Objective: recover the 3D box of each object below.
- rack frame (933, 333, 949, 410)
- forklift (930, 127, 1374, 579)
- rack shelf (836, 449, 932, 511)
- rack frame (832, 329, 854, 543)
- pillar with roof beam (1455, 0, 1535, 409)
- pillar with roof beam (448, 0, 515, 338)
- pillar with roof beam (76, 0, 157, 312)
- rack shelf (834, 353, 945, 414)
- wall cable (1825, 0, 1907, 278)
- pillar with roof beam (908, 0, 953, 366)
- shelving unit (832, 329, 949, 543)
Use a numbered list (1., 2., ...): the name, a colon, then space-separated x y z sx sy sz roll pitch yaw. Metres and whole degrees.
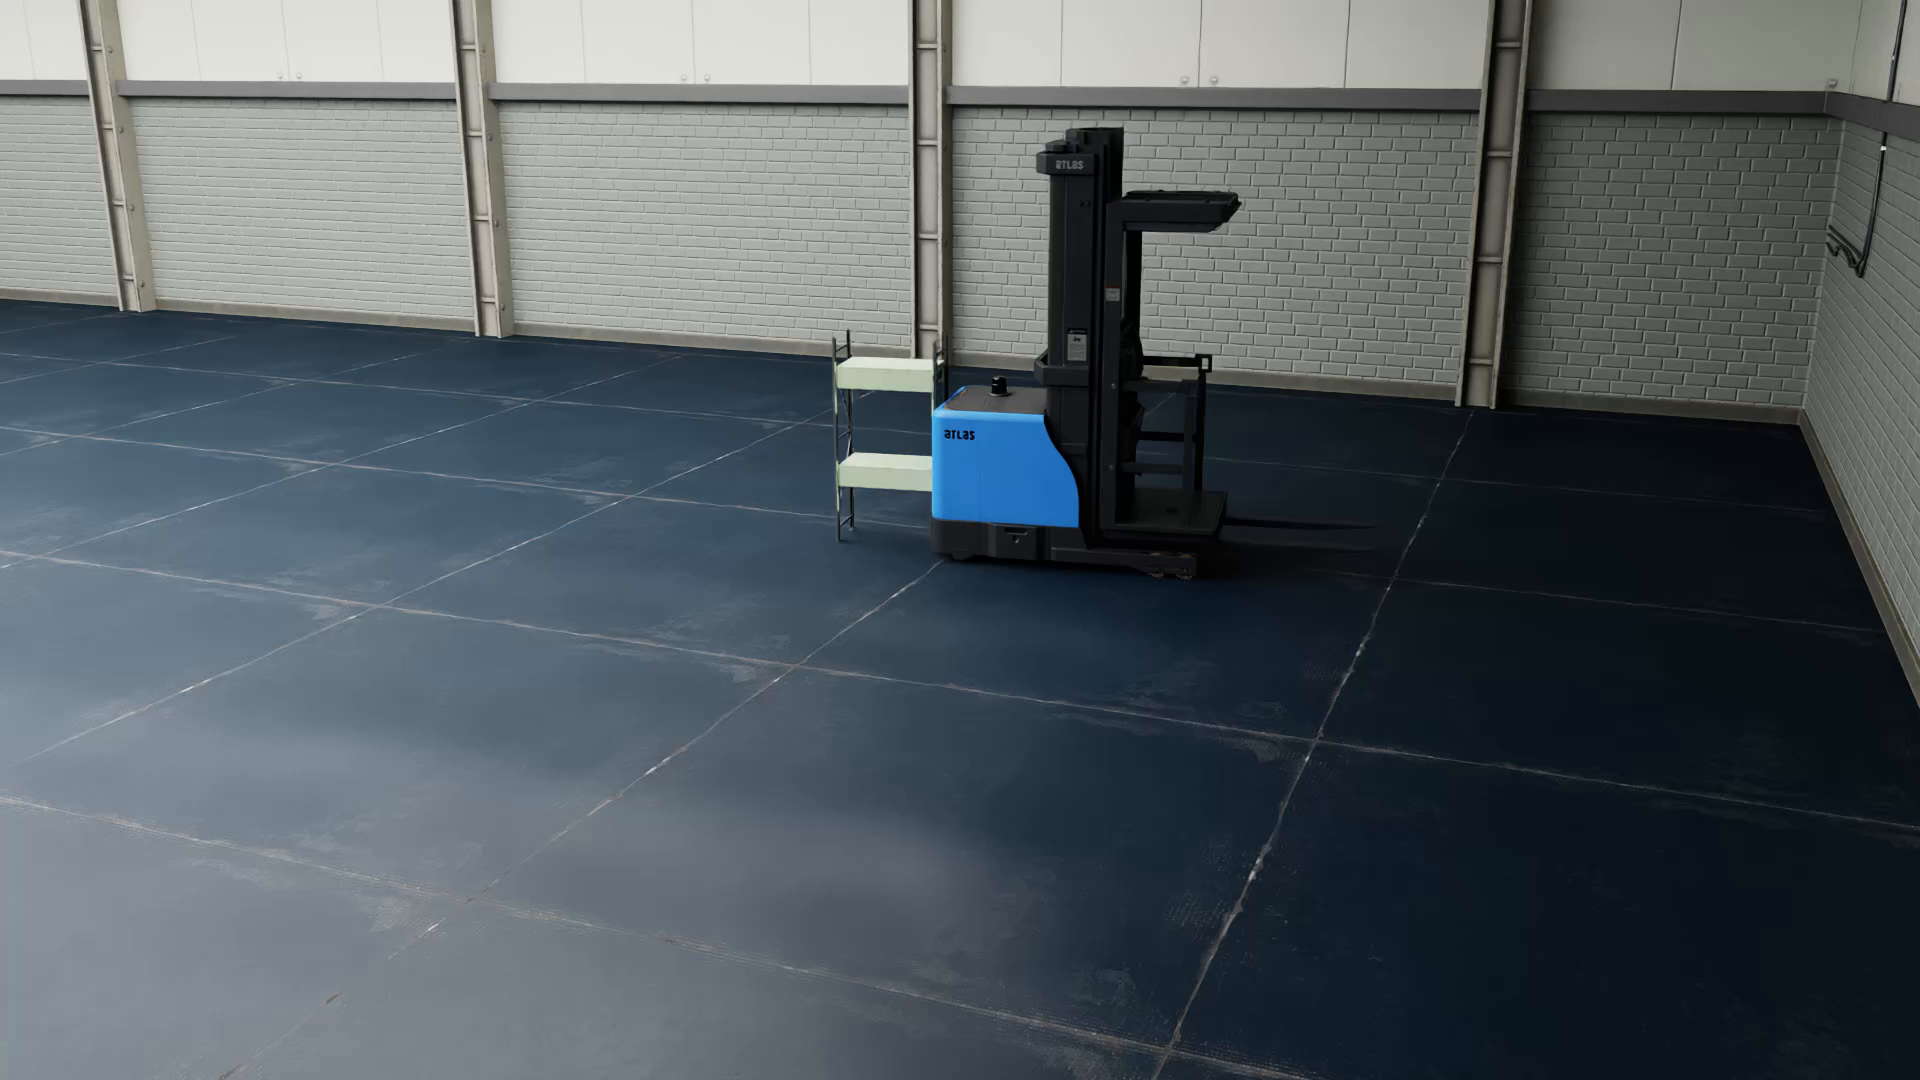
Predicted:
1. rack frame: -0.134 -0.711 11.932 0.023 1.500 0.400 4 17 12
2. forklift: 1.365 -1.304 11.408 3.031 2.935 1.130 4 17 12
3. rack shelf: -0.491 -0.420 12.101 0.720 0.370 0.431 4 17 12
4. rack frame: -0.848 -0.756 12.088 0.023 1.500 0.400 4 17 12
5. pillar with roof beam: 3.678 -4.584 11.823 0.400 9.000 9.100 6 17 21
6. pillar with roof beam: -7.485 -5.812 16.052 0.400 9.000 9.100 6 17 21
7. pillar with roof beam: -13.066 -6.425 18.166 0.400 9.000 9.100 6 17 21
8. rack shelf: -0.491 -1.108 11.902 0.720 0.370 0.431 4 17 12
9. wall cable: 7.513 -3.565 13.883 0.112 2.526 3.097 6 17 21
10. pillar with roof beam: -1.903 -5.198 13.938 0.400 9.000 9.100 6 17 21
11. shelving unit: -0.491 -0.734 12.010 0.755 1.500 0.431 4 17 12
